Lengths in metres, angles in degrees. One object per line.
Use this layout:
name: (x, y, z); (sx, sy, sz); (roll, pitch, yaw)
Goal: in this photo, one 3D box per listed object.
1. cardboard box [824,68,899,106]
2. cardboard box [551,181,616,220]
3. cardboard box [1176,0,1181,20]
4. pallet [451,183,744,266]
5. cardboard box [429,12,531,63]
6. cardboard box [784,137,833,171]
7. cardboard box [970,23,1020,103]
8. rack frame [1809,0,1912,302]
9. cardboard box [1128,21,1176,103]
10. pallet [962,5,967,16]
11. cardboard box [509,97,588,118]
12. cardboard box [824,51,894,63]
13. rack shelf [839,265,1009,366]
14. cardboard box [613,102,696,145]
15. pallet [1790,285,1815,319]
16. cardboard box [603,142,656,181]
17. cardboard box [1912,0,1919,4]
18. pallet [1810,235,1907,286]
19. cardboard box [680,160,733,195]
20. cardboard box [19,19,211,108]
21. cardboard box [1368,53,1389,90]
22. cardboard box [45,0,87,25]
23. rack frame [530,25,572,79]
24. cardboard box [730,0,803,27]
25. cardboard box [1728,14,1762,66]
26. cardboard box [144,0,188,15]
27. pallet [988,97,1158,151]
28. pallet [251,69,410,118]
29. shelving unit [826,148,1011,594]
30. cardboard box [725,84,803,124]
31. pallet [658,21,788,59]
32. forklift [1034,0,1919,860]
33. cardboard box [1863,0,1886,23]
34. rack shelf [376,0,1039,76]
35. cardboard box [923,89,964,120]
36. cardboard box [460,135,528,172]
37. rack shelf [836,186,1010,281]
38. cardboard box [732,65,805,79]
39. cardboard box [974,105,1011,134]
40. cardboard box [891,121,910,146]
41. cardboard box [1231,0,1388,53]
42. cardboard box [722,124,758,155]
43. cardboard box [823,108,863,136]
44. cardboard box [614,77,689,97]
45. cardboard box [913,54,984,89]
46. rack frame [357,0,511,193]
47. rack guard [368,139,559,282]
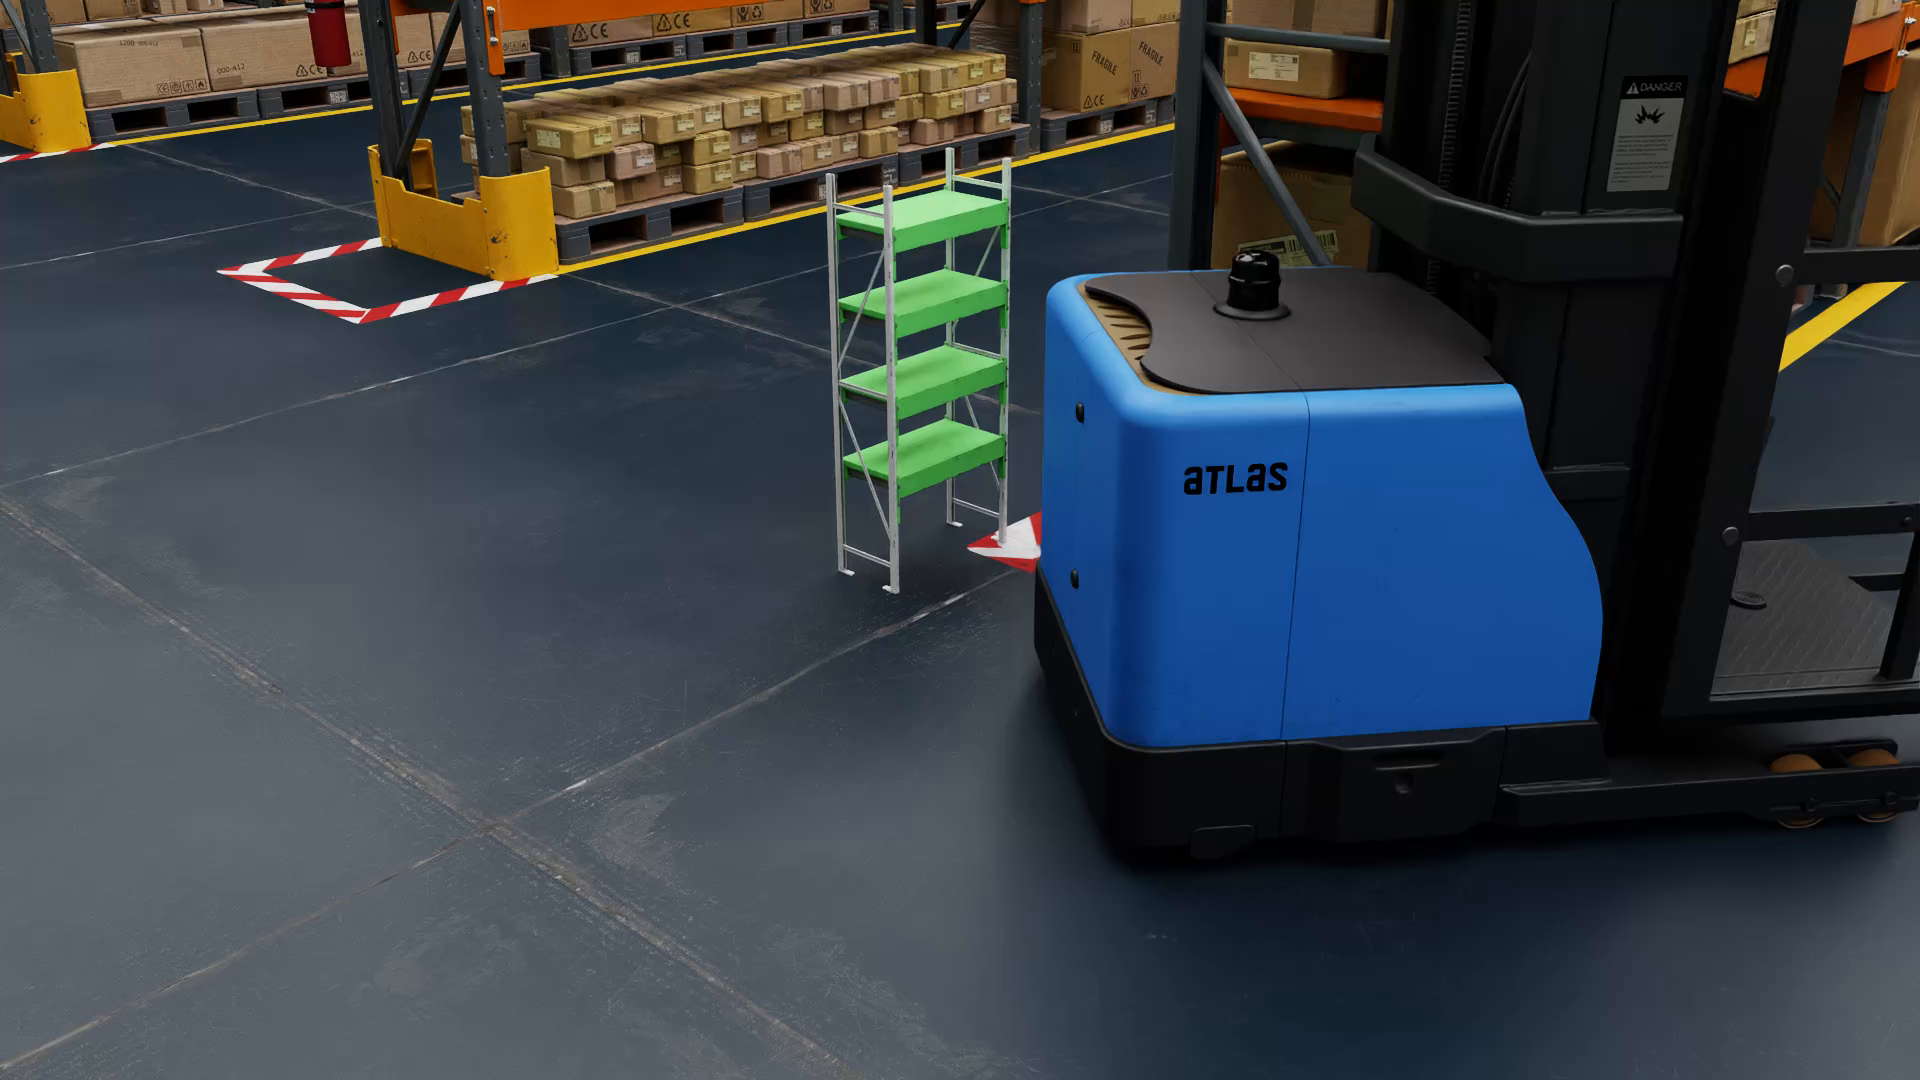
cardboard box: (-0.577, -2.662, 9.764); (0.380, 0.149, 0.250); (18, 30, 35)
cardboard box: (-1.970, -1.755, 8.470); (0.380, 0.149, 0.250); (21, 32, 39)
cardboard box: (1.498, -3.874, 11.850); (0.500, 0.250, 0.500); (22, 32, 39)
pallet: (-1.939, -1.781, 8.964); (1.003, 0.211, 1.213); (20, 31, 38)
cardboard box: (-4.141, -4.192, 13.552); (0.875, 0.438, 0.875); (20, 31, 37)
cardboard box: (-0.948, -2.230, 9.529); (0.380, 0.149, 0.250); (20, 31, 38)
cardboard box: (0.418, -3.356, 11.611); (0.500, 0.500, 0.500); (19, 31, 37)
rack frame: (3.738, -2.626, 7.440); (1.000, 3.000, 0.127); (20, 31, 38)
cardboard box: (1.154, -3.376, 11.656); (0.500, 0.500, 0.500); (22, 32, 40)
pallet: (0.364, -5.886, 18.119); (1.003, 0.211, 1.213); (20, 31, 38)
cardboard box: (-2.183, -2.246, 8.837); (0.380, 0.149, 0.250); (21, 32, 38)
cardboard box: (-0.633, -2.967, 10.444); (0.380, 0.149, 0.250); (20, 31, 37)
rack shelf: (-0.111, -0.658, 4.820); (0.258, 0.148, 0.480); (20, 31, 38)
cardboard box: (-1.598, -2.180, 8.690); (0.380, 0.149, 0.250); (20, 31, 37)
pallet: (3.172, -1.143, 7.542); (1.003, 0.211, 1.213); (20, 31, 38)
cardboard box: (-1.793, -1.976, 8.599); (0.380, 0.149, 0.250); (20, 31, 37)
cardboard box: (4.231, -2.743, 7.580); (0.500, 0.500, 0.500); (20, 31, 38)
pallet: (4.196, -1.609, 8.581); (1.003, 0.211, 1.213); (20, 31, 38)
cardboard box: (-1.444, -1.983, 8.977); (0.380, 0.149, 0.250); (21, 31, 38)
cardboard box: (-5.946, -3.364, 11.705); (0.875, 0.438, 0.875); (19, 30, 36)
cardboard box: (1.233, -1.571, 5.394); (0.380, 0.149, 0.250); (21, 31, 38)
cardboard box: (-8.505, -5.062, 15.417); (0.500, 0.500, 0.500); (21, 31, 38)
rack frame: (-3.642, -5.332, 13.475); (1.000, 3.000, 0.127); (20, 31, 38)
cardboard box: (-2.094, -5.314, 15.520); (0.875, 0.875, 0.875); (21, 31, 38)
cardboard box: (2.576, -1.780, 5.860); (0.380, 0.149, 0.250); (19, 30, 36)
cardboard box: (-7.733, -5.271, 16.169); (0.396, 0.266, 0.258); (22, 32, 39)
pallet: (0.630, -2.976, 11.630); (1.003, 0.211, 1.213); (20, 31, 38)
pallet: (-5.022, -3.476, 12.744); (1.003, 0.211, 1.213); (20, 31, 38)
shelving unit: (-0.111, -0.497, 4.892); (0.258, 1.200, 0.503); (20, 31, 38)
cardboard box: (-1.092, -2.428, 9.243); (0.380, 0.149, 0.250); (21, 31, 38)
pallet: (-2.369, -4.689, 15.449); (1.003, 0.211, 1.213); (20, 31, 38)
forklift: (1.754, -0.892, 3.658); (3.031, 2.935, 1.130); (-3, 24, -7)
cardboard box: (3.606, -2.250, 6.909); (0.380, 0.149, 0.250); (21, 32, 38)
rack shelf: (-1.223, -3.073, 9.318); (1.077, 0.370, 4.000); (20, 31, 38)
cardboard box: (-0.199, -2.682, 10.174); (0.380, 0.149, 0.250); (19, 30, 36)
cardboard box: (-2.419, -2.058, 8.780); (0.380, 0.149, 0.250); (19, 30, 36)
rack shelf: (-0.111, -0.877, 4.722); (0.258, 0.148, 0.480); (20, 31, 38)
cardboard box: (-1.141, -2.720, 9.895); (0.380, 0.149, 0.250); (19, 30, 35)
cardboard box: (0.103, -2.689, 10.553); (0.380, 0.149, 0.250); (21, 31, 38)
cardboard box: (-0.527, -2.488, 10.103); (0.380, 0.149, 0.250); (19, 31, 36)
cardboard box: (1.194, -1.695, 5.183); (0.500, 0.250, 0.500); (20, 31, 37)
cardboard box: (-1.337, -2.230, 9.166); (0.380, 0.149, 0.250); (18, 30, 35)
cardboard box: (-0.789, -2.474, 9.709); (0.380, 0.149, 0.250); (18, 30, 35)
cardboard box: (-1.747, -2.518, 9.444); (0.380, 0.149, 0.250); (22, 32, 39)
cardboard box: (-0.073, -2.905, 10.307); (0.380, 0.149, 0.250); (21, 31, 38)
rack frame: (-2.558, -2.792, 7.811); (1.000, 3.000, 0.127); (20, 31, 38)
rack guard: (-2.508, -1.675, 8.374); (1.175, 0.500, 0.348); (20, 31, 38)
